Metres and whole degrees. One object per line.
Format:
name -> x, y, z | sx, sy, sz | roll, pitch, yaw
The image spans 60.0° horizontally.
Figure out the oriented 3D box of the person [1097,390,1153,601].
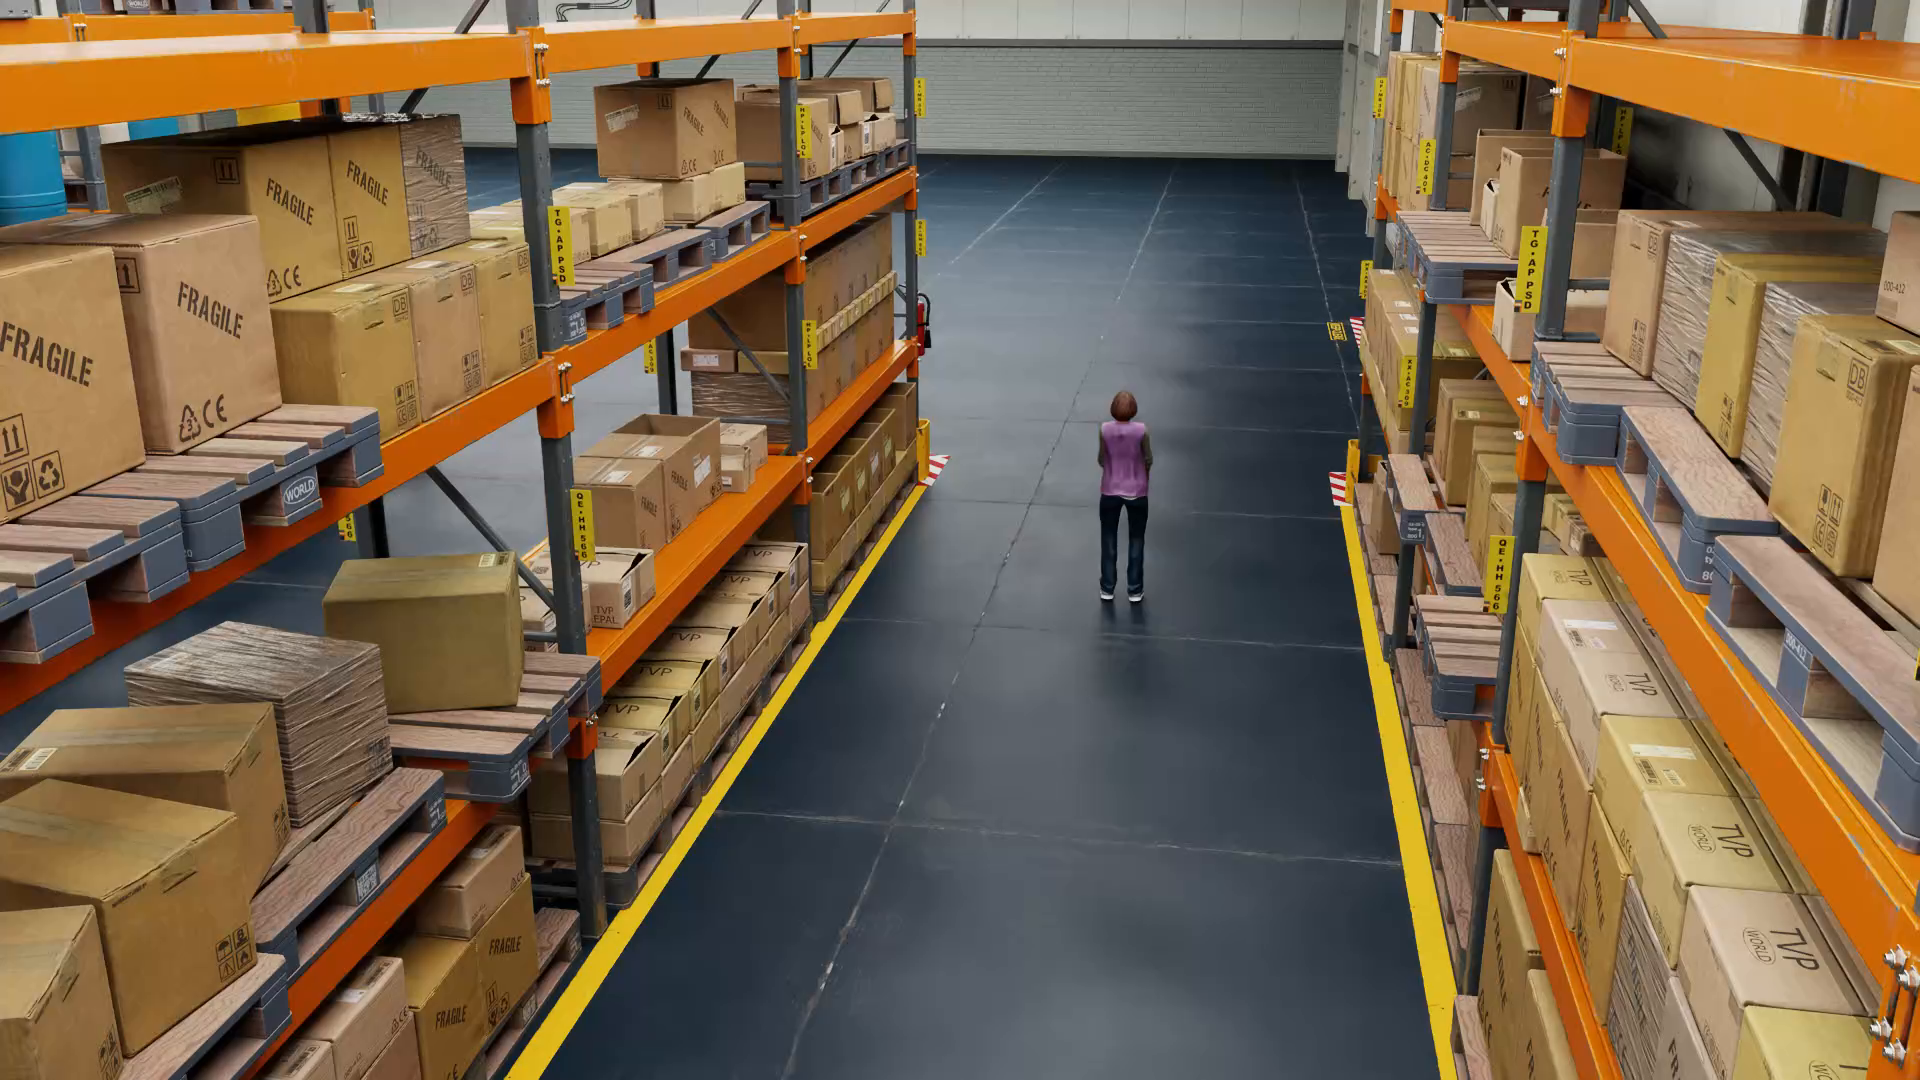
person -> 1.200, -0.351, 12.149 | 0.407, 1.588, 0.494 | 3, 18, 9
